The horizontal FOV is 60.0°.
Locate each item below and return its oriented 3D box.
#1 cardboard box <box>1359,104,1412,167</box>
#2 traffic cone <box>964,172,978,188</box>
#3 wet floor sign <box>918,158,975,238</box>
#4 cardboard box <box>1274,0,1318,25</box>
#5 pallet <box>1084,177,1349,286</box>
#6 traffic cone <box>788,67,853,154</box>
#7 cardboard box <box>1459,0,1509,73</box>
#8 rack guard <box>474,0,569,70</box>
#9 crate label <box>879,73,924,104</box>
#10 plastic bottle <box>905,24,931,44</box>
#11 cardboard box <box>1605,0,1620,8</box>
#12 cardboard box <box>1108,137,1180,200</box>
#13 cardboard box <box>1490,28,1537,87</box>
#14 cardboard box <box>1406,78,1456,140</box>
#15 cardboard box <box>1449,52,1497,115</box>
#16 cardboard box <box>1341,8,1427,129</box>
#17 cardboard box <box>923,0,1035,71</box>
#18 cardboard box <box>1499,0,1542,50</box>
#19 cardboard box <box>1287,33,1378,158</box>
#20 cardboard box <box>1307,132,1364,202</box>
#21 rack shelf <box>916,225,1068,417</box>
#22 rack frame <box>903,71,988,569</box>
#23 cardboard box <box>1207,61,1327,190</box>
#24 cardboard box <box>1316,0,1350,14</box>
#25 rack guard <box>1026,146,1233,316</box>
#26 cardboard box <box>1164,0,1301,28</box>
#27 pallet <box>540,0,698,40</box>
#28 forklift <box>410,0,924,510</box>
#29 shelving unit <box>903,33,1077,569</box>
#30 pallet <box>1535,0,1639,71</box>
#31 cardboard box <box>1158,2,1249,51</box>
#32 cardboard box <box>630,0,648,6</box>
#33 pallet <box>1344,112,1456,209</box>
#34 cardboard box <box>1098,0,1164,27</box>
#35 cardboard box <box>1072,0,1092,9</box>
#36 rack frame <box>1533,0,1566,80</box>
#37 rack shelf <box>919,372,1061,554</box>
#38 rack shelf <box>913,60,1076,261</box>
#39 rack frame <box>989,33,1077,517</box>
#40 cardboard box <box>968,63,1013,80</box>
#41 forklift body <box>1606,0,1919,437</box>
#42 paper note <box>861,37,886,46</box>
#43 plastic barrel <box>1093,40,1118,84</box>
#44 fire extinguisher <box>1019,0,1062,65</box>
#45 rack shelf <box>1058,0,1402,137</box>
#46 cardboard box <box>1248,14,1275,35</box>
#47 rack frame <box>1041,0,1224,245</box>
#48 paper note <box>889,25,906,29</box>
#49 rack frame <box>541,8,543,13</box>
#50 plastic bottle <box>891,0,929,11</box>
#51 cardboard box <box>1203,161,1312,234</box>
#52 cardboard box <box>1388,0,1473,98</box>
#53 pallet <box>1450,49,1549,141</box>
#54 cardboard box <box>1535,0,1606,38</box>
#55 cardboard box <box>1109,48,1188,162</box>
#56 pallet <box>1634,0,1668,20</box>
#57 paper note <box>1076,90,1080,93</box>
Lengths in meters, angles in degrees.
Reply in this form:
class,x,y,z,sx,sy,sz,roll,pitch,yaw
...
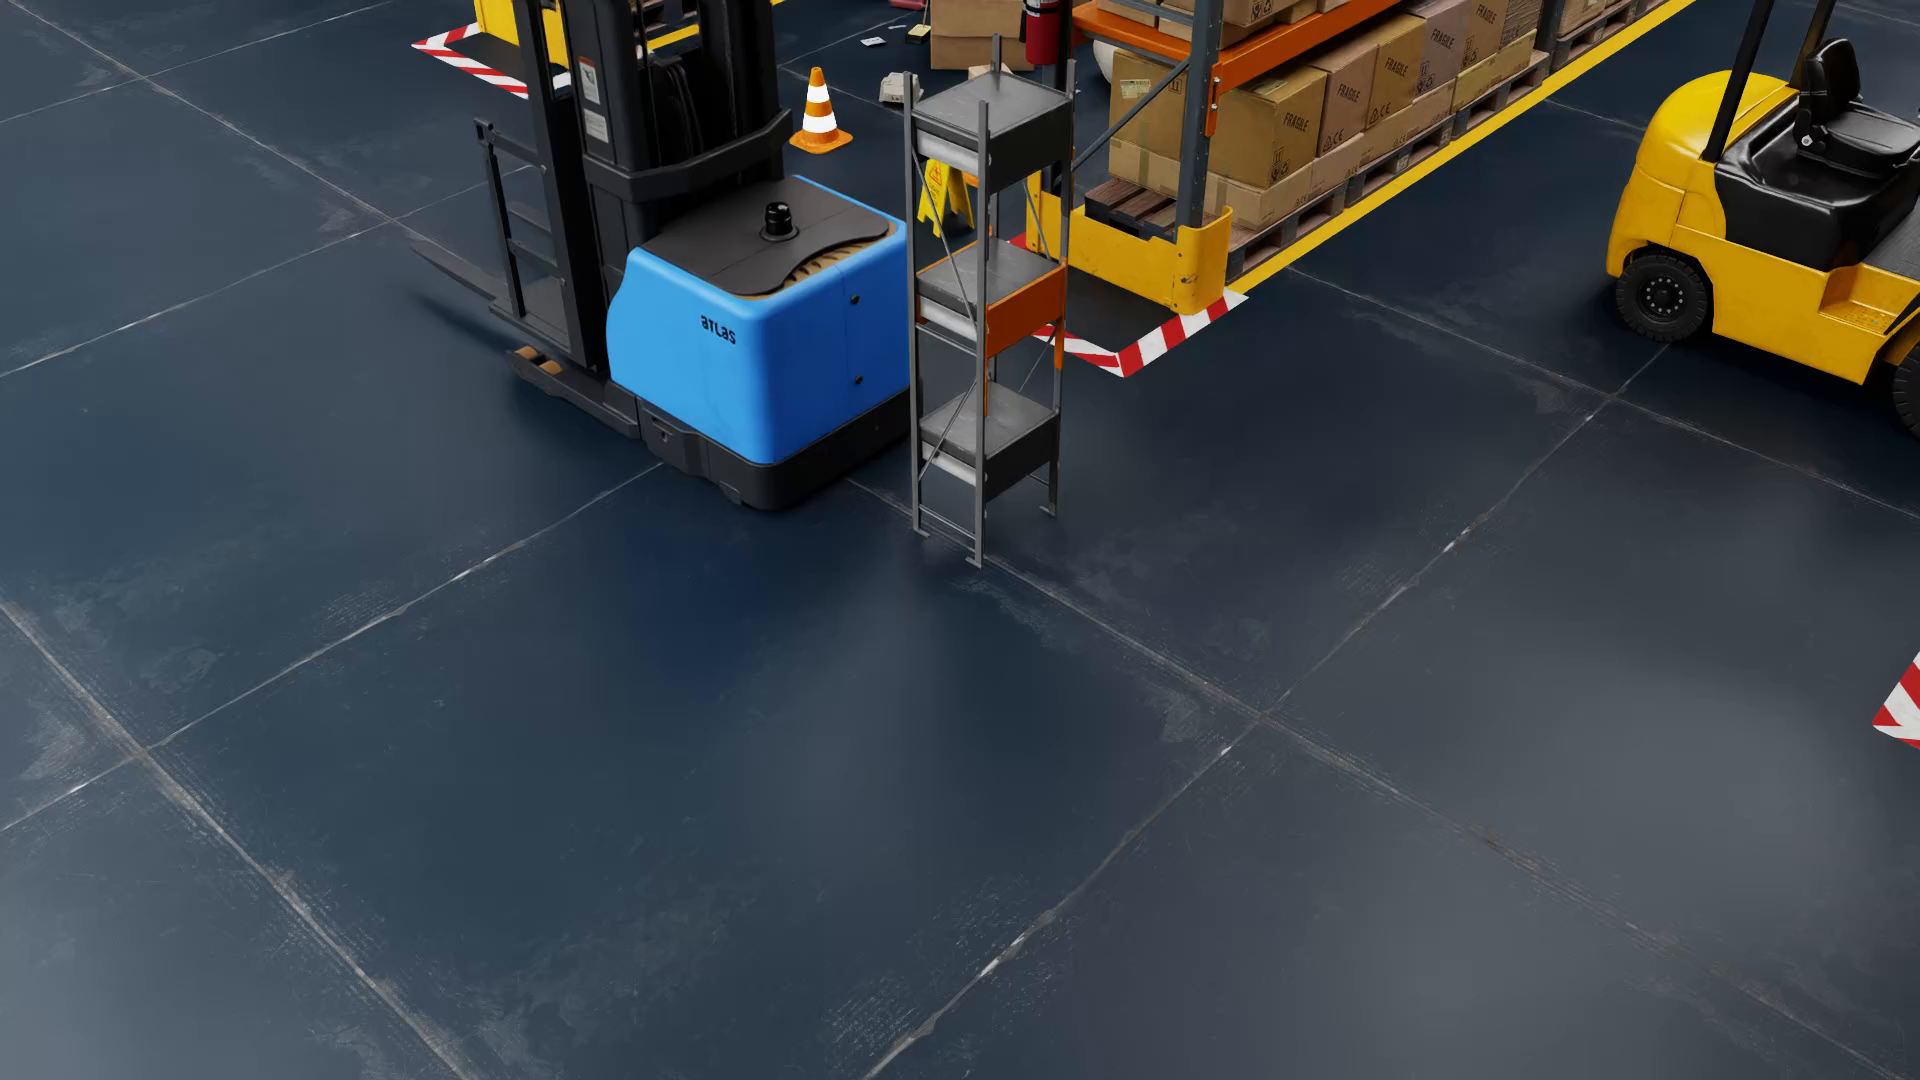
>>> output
class,x,y,z,sx,sy,sz,roll,pitch,yaw
cardboard box,2.295,-2.455,9.799,0.500,0.250,0.500,-31,48,-33
traffic cone,0.176,-2.371,9.860,0.336,0.463,0.334,30,47,32
wet floor sign,-0.080,-2.065,9.329,0.232,0.644,0.267,-18,42,-21
cardboard box,1.618,-2.805,8.570,0.380,0.149,0.250,28,46,31
pallet,1.463,-1.927,9.503,1.003,0.211,1.213,30,47,32
traffic cone,-0.873,-2.681,10.250,0.336,0.463,0.334,30,47,32
cardboard box,2.993,-3.225,10.165,0.500,0.500,0.500,31,48,33
rack guard,-2.901,-3.667,11.460,1.175,0.500,0.348,30,47,32
crate label,-0.389,-2.941,10.838,0.250,0.136,0.298,8,39,10
plastic bottle,-0.273,-3.568,11.688,0.133,0.061,0.283,14,41,17
cardboard box,4.371,-4.172,11.861,0.625,0.372,0.950,-31,48,-33
cardboard box,1.201,-2.208,9.489,0.500,0.250,0.500,29,47,32
cardboard box,3.336,-3.166,10.693,0.500,0.250,0.500,-32,48,-34
cardboard box,2.637,-2.686,10.089,0.500,0.250,0.500,30,48,32
cardboard box,2.984,-2.917,10.381,0.500,0.250,0.500,28,46,31
cardboard box,2.296,-2.741,9.556,0.500,0.500,0.500,31,48,33
cardboard box,0.154,-3.518,11.270,0.797,0.503,0.637,2,39,2
cardboard box,3.335,-3.460,10.460,0.500,0.500,0.500,29,47,31
cardboard box,1.951,-2.514,9.271,0.500,0.500,0.500,28,46,30
cardboard box,1.936,-2.199,9.477,0.500,0.250,0.500,31,48,33
rack shelf,0.112,-0.887,6.701,0.431,0.518,0.480,30,47,32
rack frame,-0.053,-0.786,6.551,0.400,2.100,0.015,30,47,32
cardboard box,1.602,-2.272,8.967,0.500,0.500,0.500,28,46,31
cardboard box,1.823,-2.903,8.692,0.380,0.149,0.250,30,48,32
rack guard,0.889,-1.681,8.963,1.175,0.500,0.348,30,47,32
cardboard box,1.362,-2.882,8.144,0.500,0.500,0.500,29,47,31
pallet,-2.403,-3.966,12.068,1.003,0.211,1.213,30,47,32
forklift,-1.598,-2.070,7.498,3.031,2.935,1.130,30,47,32
shelving unit,0.112,-0.898,6.692,0.431,2.100,0.503,30,47,32
pallet,4.060,-3.729,11.770,1.003,0.211,1.213,30,47,32
cardboard box,1.220,-2.596,8.306,0.380,0.149,0.250,30,47,32
cardboard box,-2.476,-4.329,11.654,0.875,0.875,0.875,30,47,32
pallet,2.286,-2.485,10.205,1.003,0.211,1.213,30,47,32
cardboard box,0.932,-2.788,8.548,0.380,0.149,0.250,31,48,33
cardboard box,0.779,-4.004,11.772,0.797,0.637,0.503,30,47,32
rack frame,3.536,-4.462,10.452,1.000,3.000,0.127,30,47,32
rack shelf,0.112,-0.339,7.136,0.431,0.518,0.480,30,47,32
rack shelf,0.112,-1.435,6.265,0.431,0.518,0.480,30,47,32
rack frame,0.276,-1.010,6.833,0.400,2.100,0.015,30,47,32
cardboard box,0.230,-2.959,10.852,0.250,0.149,0.380,-11,40,-14
forklift body,4.437,-1.847,7.845,2.313,2.155,1.214,30,47,32
paper note,-0.601,-3.482,11.606,0.142,0.017,0.144,-18,42,-21
plastic barrel,1.114,-3.201,10.936,0.421,0.421,0.512,-5,39,-6
fire extinguisher,0.420,-2.735,8.342,0.296,0.674,0.183,30,47,32
rack shelf,2.187,-3.262,9.520,1.077,0.370,4.000,30,47,32
cardboard box,1.379,-2.718,8.459,0.380,0.149,0.250,30,48,32
rack frame,0.838,-2.625,8.141,1.000,3.000,0.127,30,47,32
paper note,-0.446,-3.652,11.835,0.123,0.001,0.032,-11,40,-14
rack frame,-2.884,-4.657,10.696,1.000,3.000,0.127,30,47,32
plastic bottle,-0.350,-3.920,12.130,0.283,0.061,0.133,14,41,17
cardboard box,1.586,-1.967,9.186,0.500,0.250,0.500,29,47,32
cardboard box,2.650,-2.990,9.870,0.500,0.500,0.500,-31,48,-33
pallet,3.109,-3.048,10.913,1.003,0.211,1.213,30,47,32
cardboard box,3.888,-3.840,11.443,0.950,0.372,0.625,30,47,32
cardboard box,1.186,-2.484,9.233,0.500,0.500,0.500,30,47,32
pallet,4.883,-4.292,12.479,1.003,0.211,1.213,30,47,32
paper note,0.744,-2.941,10.941,0.032,0.001,0.123,30,47,32
